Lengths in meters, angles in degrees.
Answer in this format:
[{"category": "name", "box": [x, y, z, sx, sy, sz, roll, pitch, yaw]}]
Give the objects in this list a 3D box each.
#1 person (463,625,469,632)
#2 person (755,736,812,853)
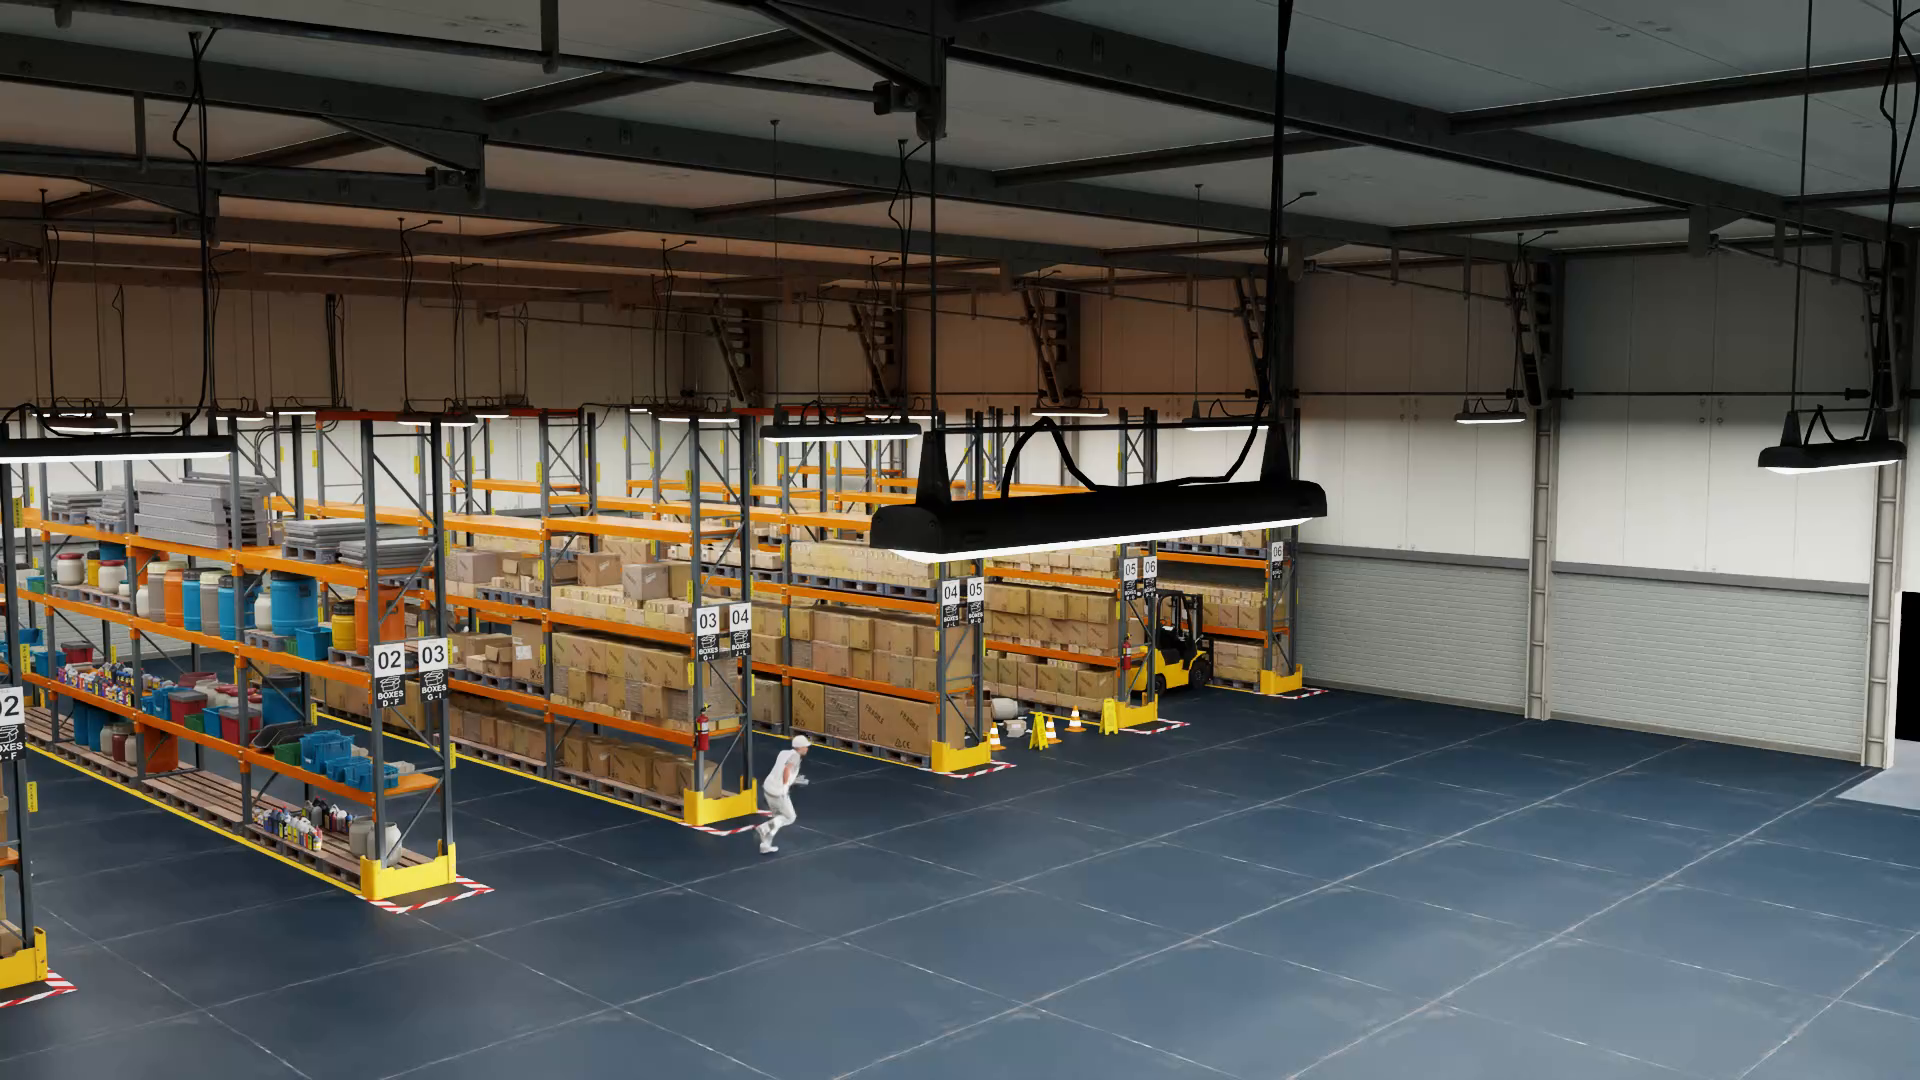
[{"category": "person", "box": [-9.652, 2.545, 32.806, 0.636, 1.719, 0.698, 4, 6, 38]}, {"category": "person", "box": [-2.420, 3.513, 22.916, 0.837, 1.592, 0.699, -2, 6, -25]}]
